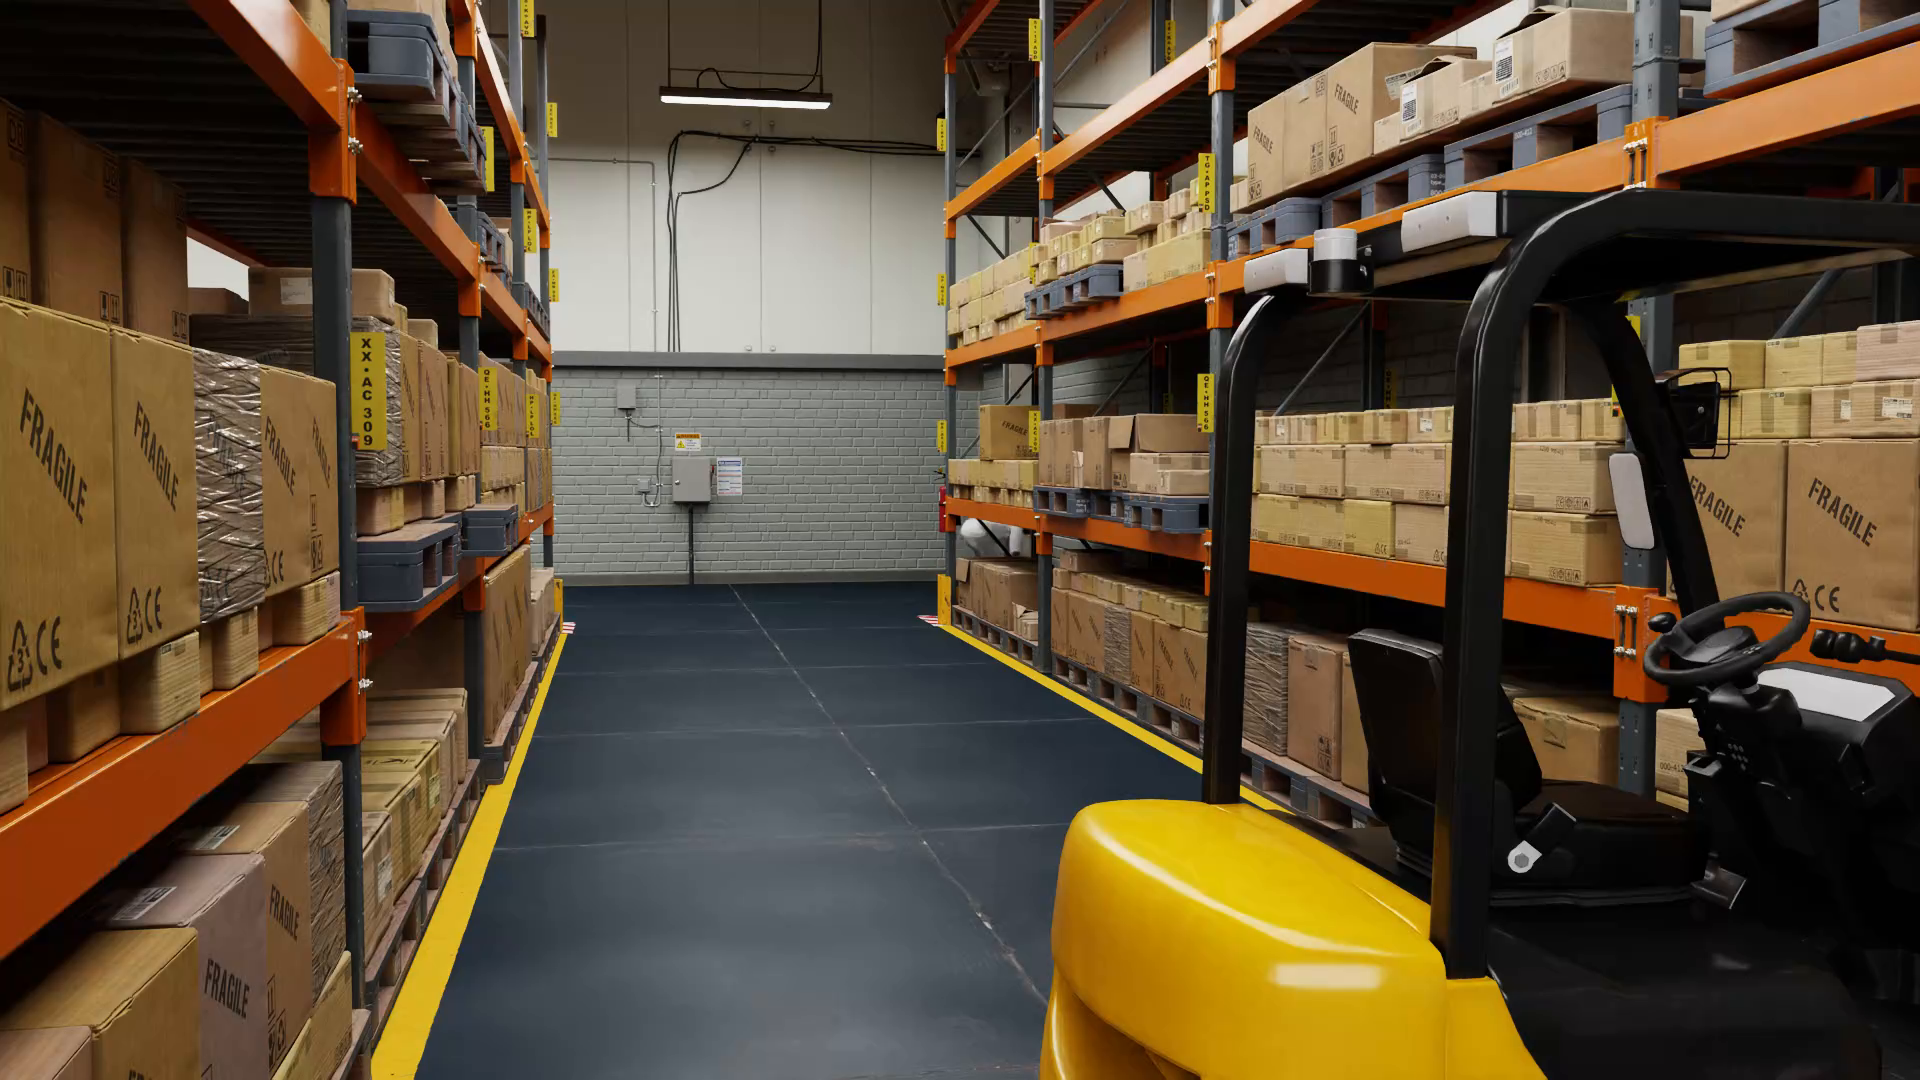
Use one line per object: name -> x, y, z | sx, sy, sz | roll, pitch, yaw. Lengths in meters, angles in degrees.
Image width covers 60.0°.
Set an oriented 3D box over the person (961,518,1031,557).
person -> 0.502, 0.217, 18.889 | 0.979, 1.117, 0.475 | -1, 3, -14
